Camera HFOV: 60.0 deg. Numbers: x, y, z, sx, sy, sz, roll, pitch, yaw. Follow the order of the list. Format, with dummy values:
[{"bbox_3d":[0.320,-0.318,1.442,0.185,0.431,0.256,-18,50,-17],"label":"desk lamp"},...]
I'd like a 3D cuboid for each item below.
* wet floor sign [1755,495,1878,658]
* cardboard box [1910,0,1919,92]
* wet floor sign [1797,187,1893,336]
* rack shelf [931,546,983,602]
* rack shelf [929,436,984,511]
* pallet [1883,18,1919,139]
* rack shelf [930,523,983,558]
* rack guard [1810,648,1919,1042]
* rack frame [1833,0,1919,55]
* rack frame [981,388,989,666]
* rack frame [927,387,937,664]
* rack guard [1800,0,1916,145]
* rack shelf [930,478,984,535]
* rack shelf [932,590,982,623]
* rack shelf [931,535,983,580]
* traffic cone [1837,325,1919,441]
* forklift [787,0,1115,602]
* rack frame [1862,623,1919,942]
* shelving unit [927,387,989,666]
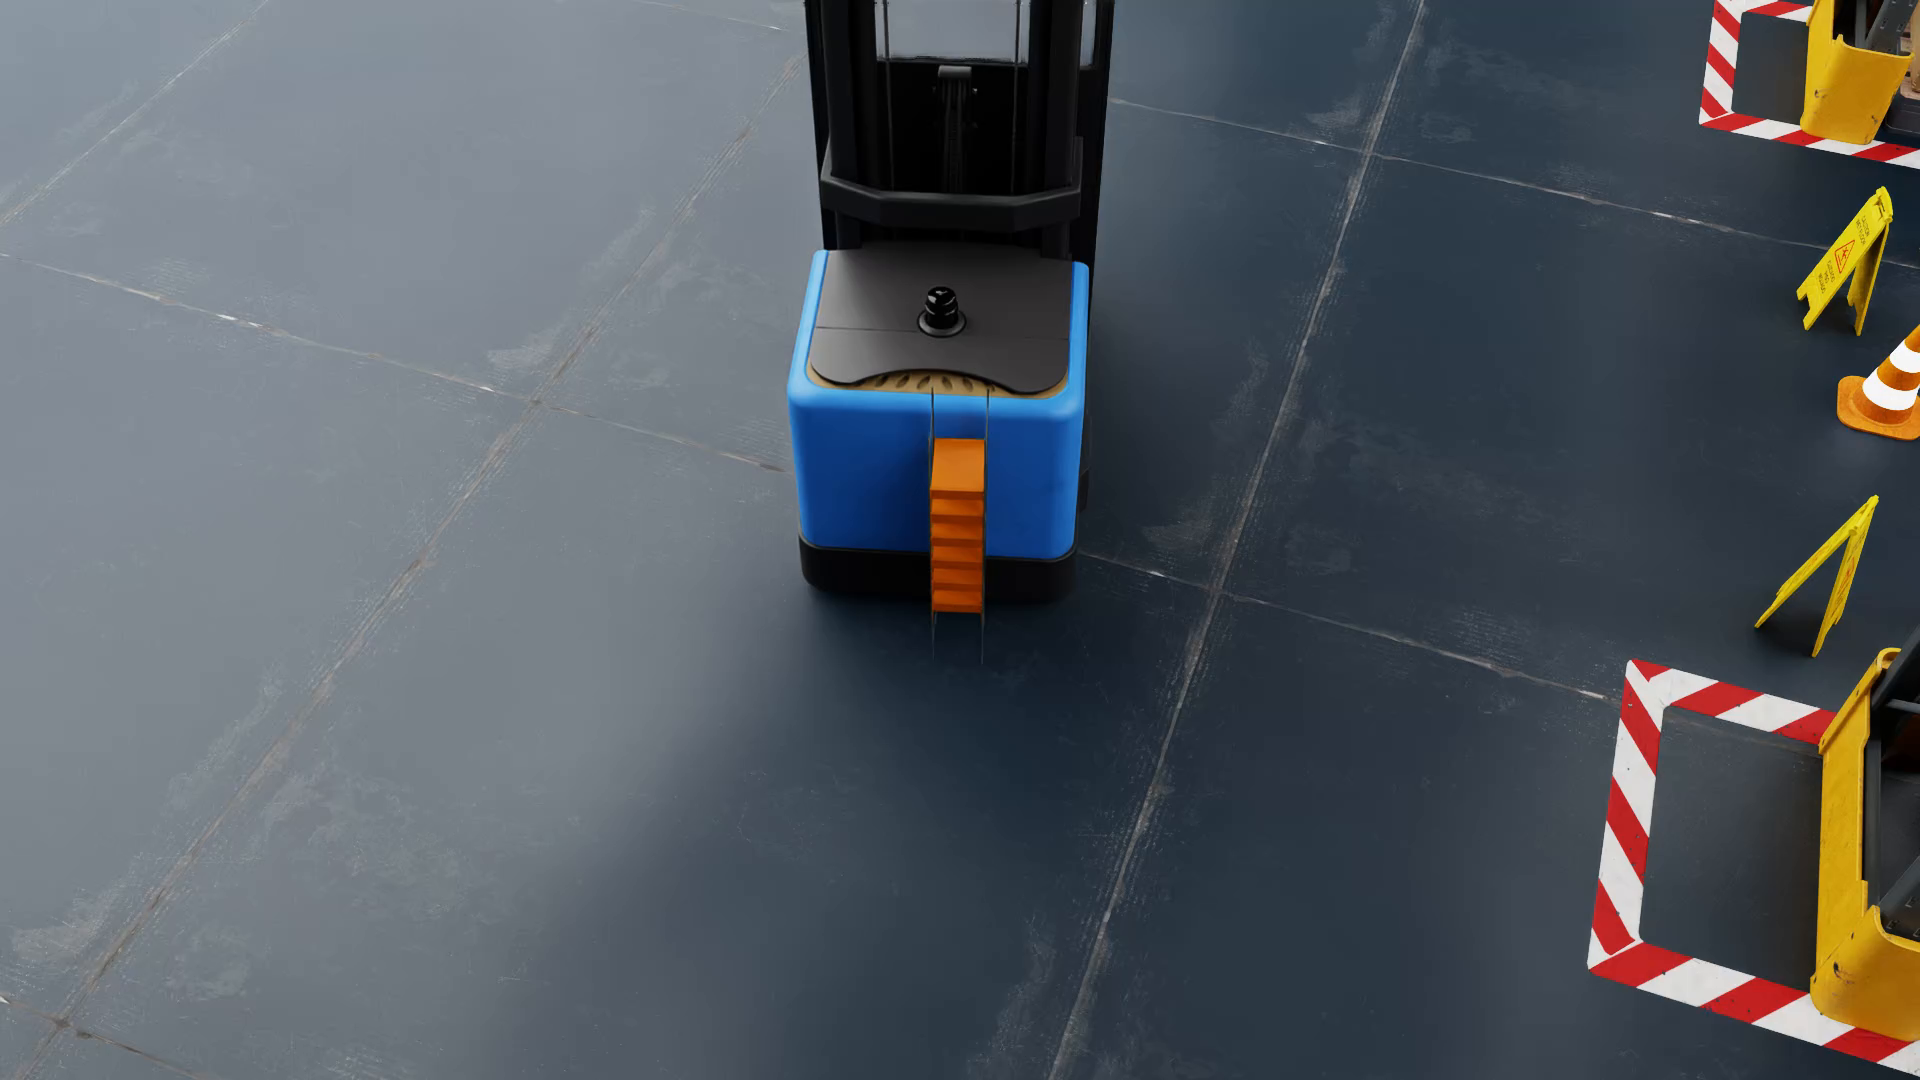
[{"bbox_3d":[3.199,0.099,6.104,0.232,0.644,0.267,33,57,25],"label":"wet floor sign"},{"bbox_3d":[5.286,-2.710,8.108,0.875,0.875,0.875,16,51,13],"label":"cardboard box"},{"bbox_3d":[3.914,-1.232,7.257,0.232,0.644,0.267,8,50,7],"label":"wet floor sign"},{"bbox_3d":[-0.005,0.090,5.962,0.180,0.103,0.258,2,49,2],"label":"rack shelf"},{"bbox_3d":[-0.005,-0.224,5.599,0.180,0.103,0.258,2,49,2],"label":"rack shelf"},{"bbox_3d":[5.404,-2.332,8.498,1.213,0.211,1.003,16,51,13],"label":"pallet"},{"bbox_3d":[-0.005,-0.067,5.781,0.180,0.103,0.258,2,49,2],"label":"rack shelf"},{"bbox_3d":[3.078,0.975,5.441,0.348,0.500,1.175,16,51,13],"label":"rack guard"},{"bbox_3d":[4.627,-3.399,7.578,0.127,3.000,1.000,16,51,13],"label":"rack frame"},{"bbox_3d":[0.086,-0.014,5.835,0.006,1.200,0.240,2,49,2],"label":"rack frame"},{"bbox_3d":[-0.096,-0.021,5.841,0.006,1.200,0.240,2,49,2],"label":"rack frame"},{"bbox_3d":[4.605,-2.587,8.528,0.348,0.500,1.175,16,51,13],"label":"rack guard"},{"bbox_3d":[-0.005,-0.146,5.690,0.180,0.103,0.258,2,49,2],"label":"rack shelf"},{"bbox_3d":[-0.005,0.169,6.053,0.180,0.103,0.258,2,49,2],"label":"rack shelf"},{"bbox_3d":[-0.005,0.011,5.871,0.180,0.103,0.258,2,49,2],"label":"rack shelf"},{"bbox_3d":[3.923,-0.711,6.926,0.334,0.463,0.336,16,51,13],"label":"traffic cone"},{"bbox_3d":[0.017,-1.840,6.272,1.130,2.935,3.031,3,49,3],"label":"forklift"},{"bbox_3d":[3.007,0.136,4.514,0.127,3.000,1.000,16,51,13],"label":"rack frame"},{"bbox_3d":[-0.005,-0.018,5.838,0.189,1.200,0.258,2,49,2],"label":"shelving unit"}]
